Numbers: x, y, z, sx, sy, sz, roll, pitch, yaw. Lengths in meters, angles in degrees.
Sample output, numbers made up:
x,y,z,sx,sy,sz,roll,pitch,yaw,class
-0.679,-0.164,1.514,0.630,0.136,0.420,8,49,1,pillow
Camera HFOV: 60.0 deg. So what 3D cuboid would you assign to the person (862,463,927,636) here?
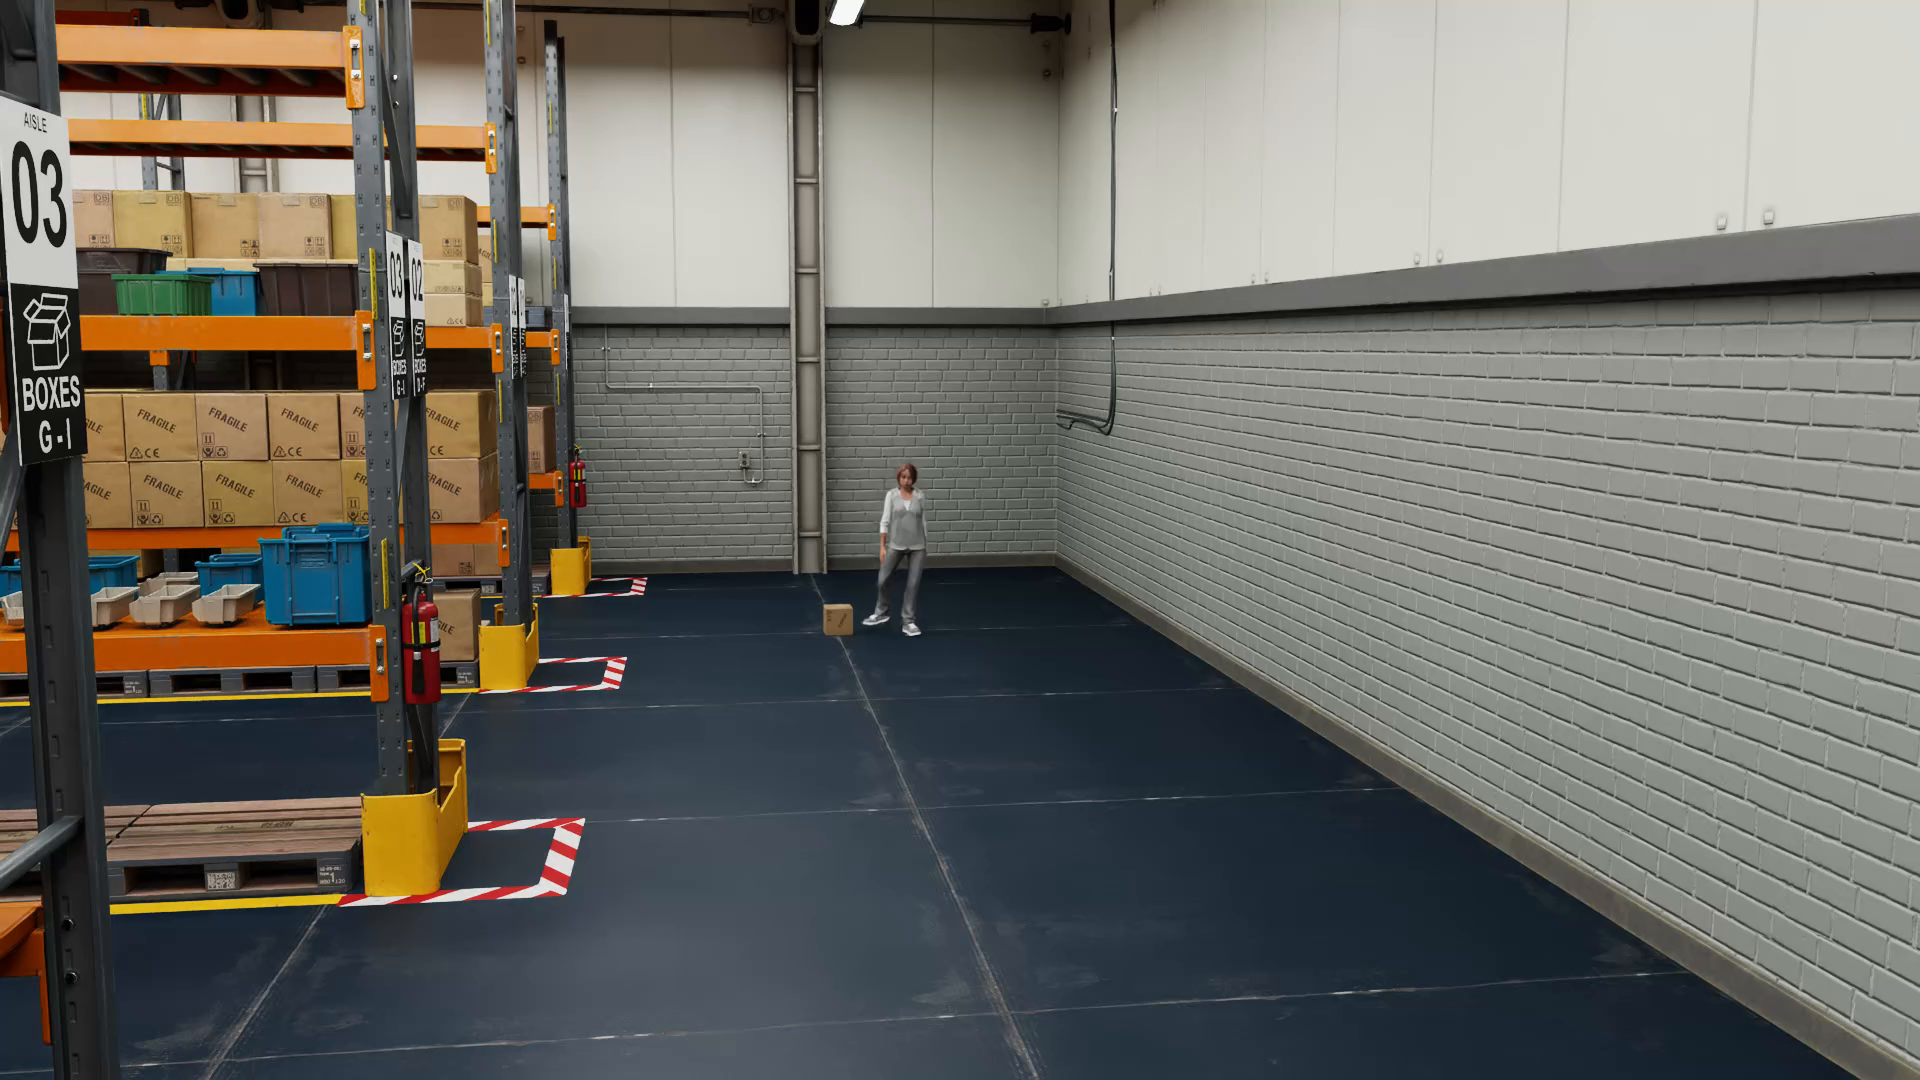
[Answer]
x,y,z,sx,sy,sz,roll,pitch,yaw,class
-0.603,0.080,15.320,0.597,1.590,0.474,0,7,-4,person
